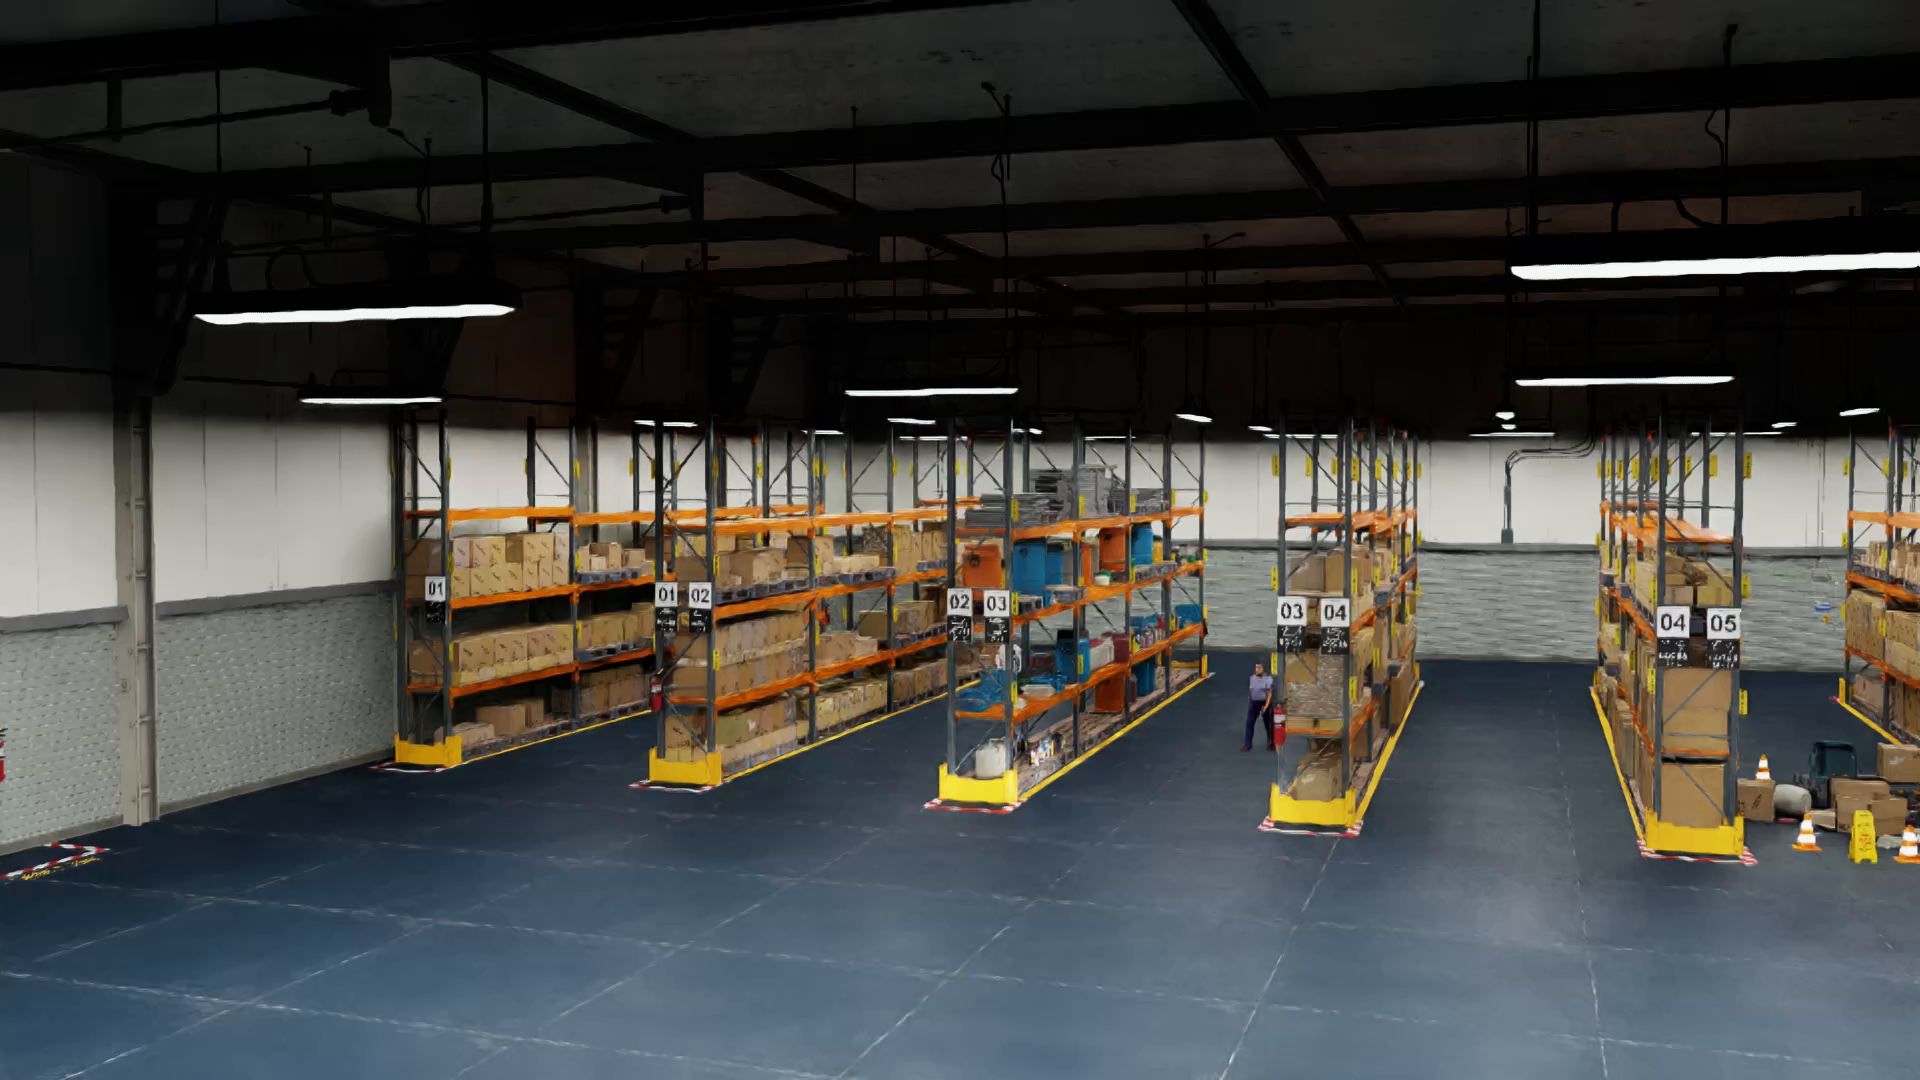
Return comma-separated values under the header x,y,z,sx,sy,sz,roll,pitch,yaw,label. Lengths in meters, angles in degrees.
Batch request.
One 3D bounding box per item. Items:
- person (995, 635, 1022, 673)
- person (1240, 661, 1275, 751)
x,y,z,sx,sy,sz,roll,pitch,yaw,label
1.036,2.715,34.504,0.639,1.632,0.512,1,3,17,person
5.321,2.933,29.424,0.479,1.577,0.985,1,3,28,person
